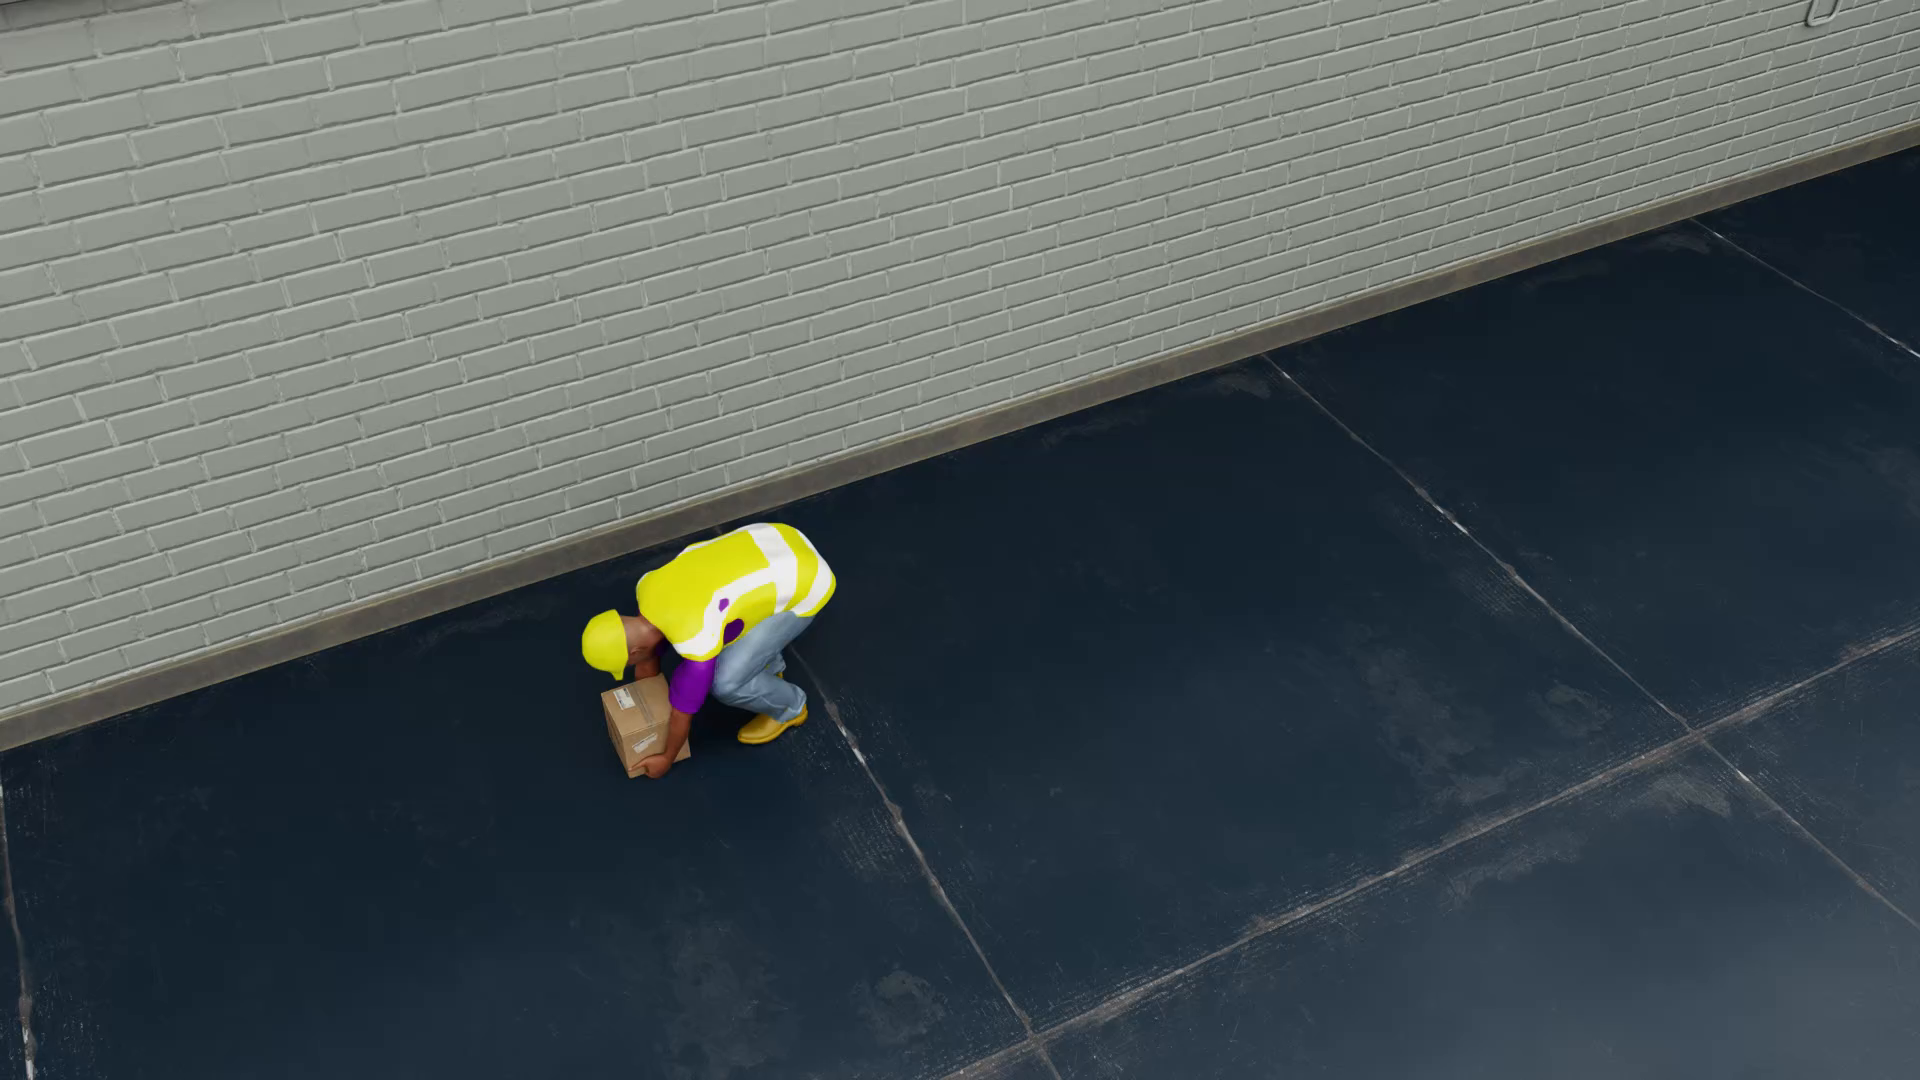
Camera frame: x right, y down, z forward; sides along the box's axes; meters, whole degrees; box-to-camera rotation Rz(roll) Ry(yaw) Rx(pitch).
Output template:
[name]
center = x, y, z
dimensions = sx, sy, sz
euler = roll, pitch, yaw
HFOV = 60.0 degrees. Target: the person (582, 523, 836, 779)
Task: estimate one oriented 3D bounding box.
[person]
center = -0.946, 0.418, 6.376
dimensions = 0.980, 0.863, 0.516
euler = -20, 45, -22
